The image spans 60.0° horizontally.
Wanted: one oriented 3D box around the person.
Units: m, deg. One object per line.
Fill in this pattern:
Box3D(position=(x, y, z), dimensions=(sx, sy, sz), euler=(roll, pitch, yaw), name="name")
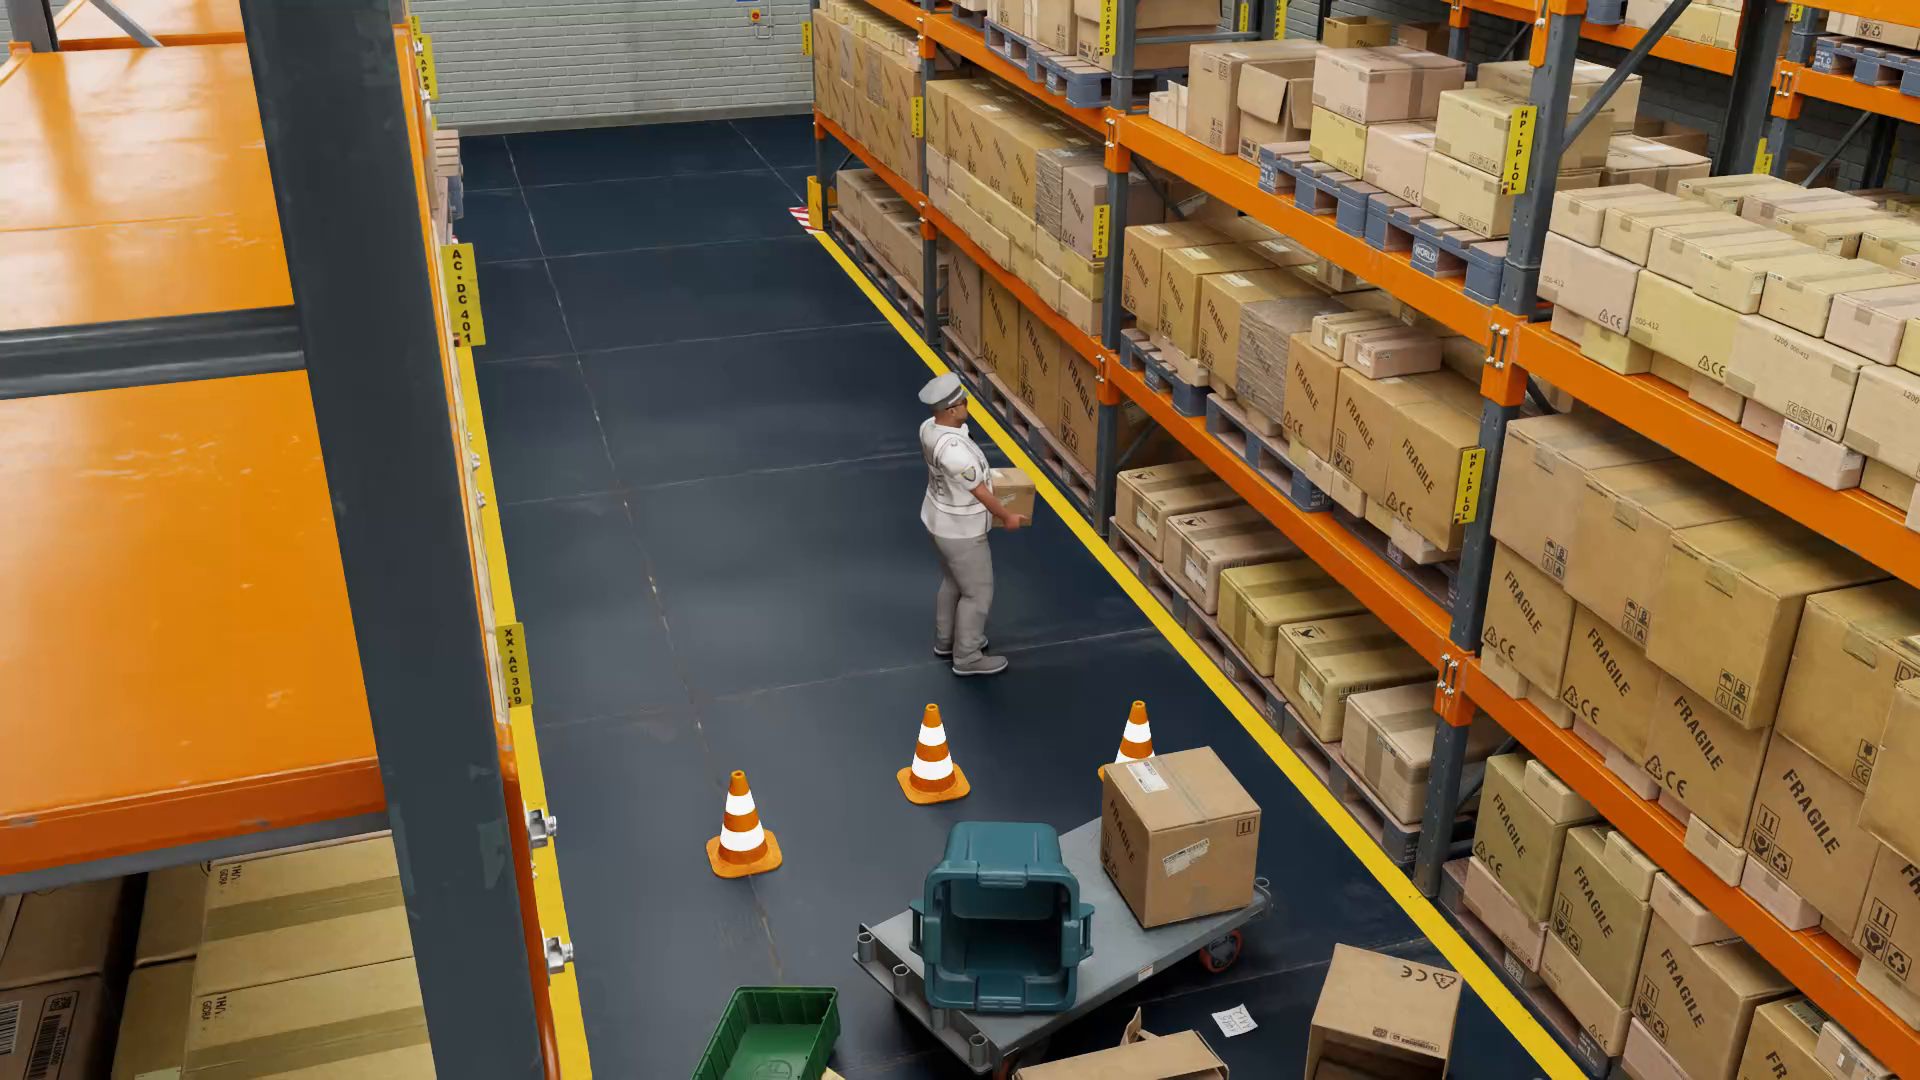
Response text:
Box3D(position=(0.066, -0.101, 9.294), dimensions=(0.573, 1.763, 0.494), euler=(-8, 27, -16), name="person")
